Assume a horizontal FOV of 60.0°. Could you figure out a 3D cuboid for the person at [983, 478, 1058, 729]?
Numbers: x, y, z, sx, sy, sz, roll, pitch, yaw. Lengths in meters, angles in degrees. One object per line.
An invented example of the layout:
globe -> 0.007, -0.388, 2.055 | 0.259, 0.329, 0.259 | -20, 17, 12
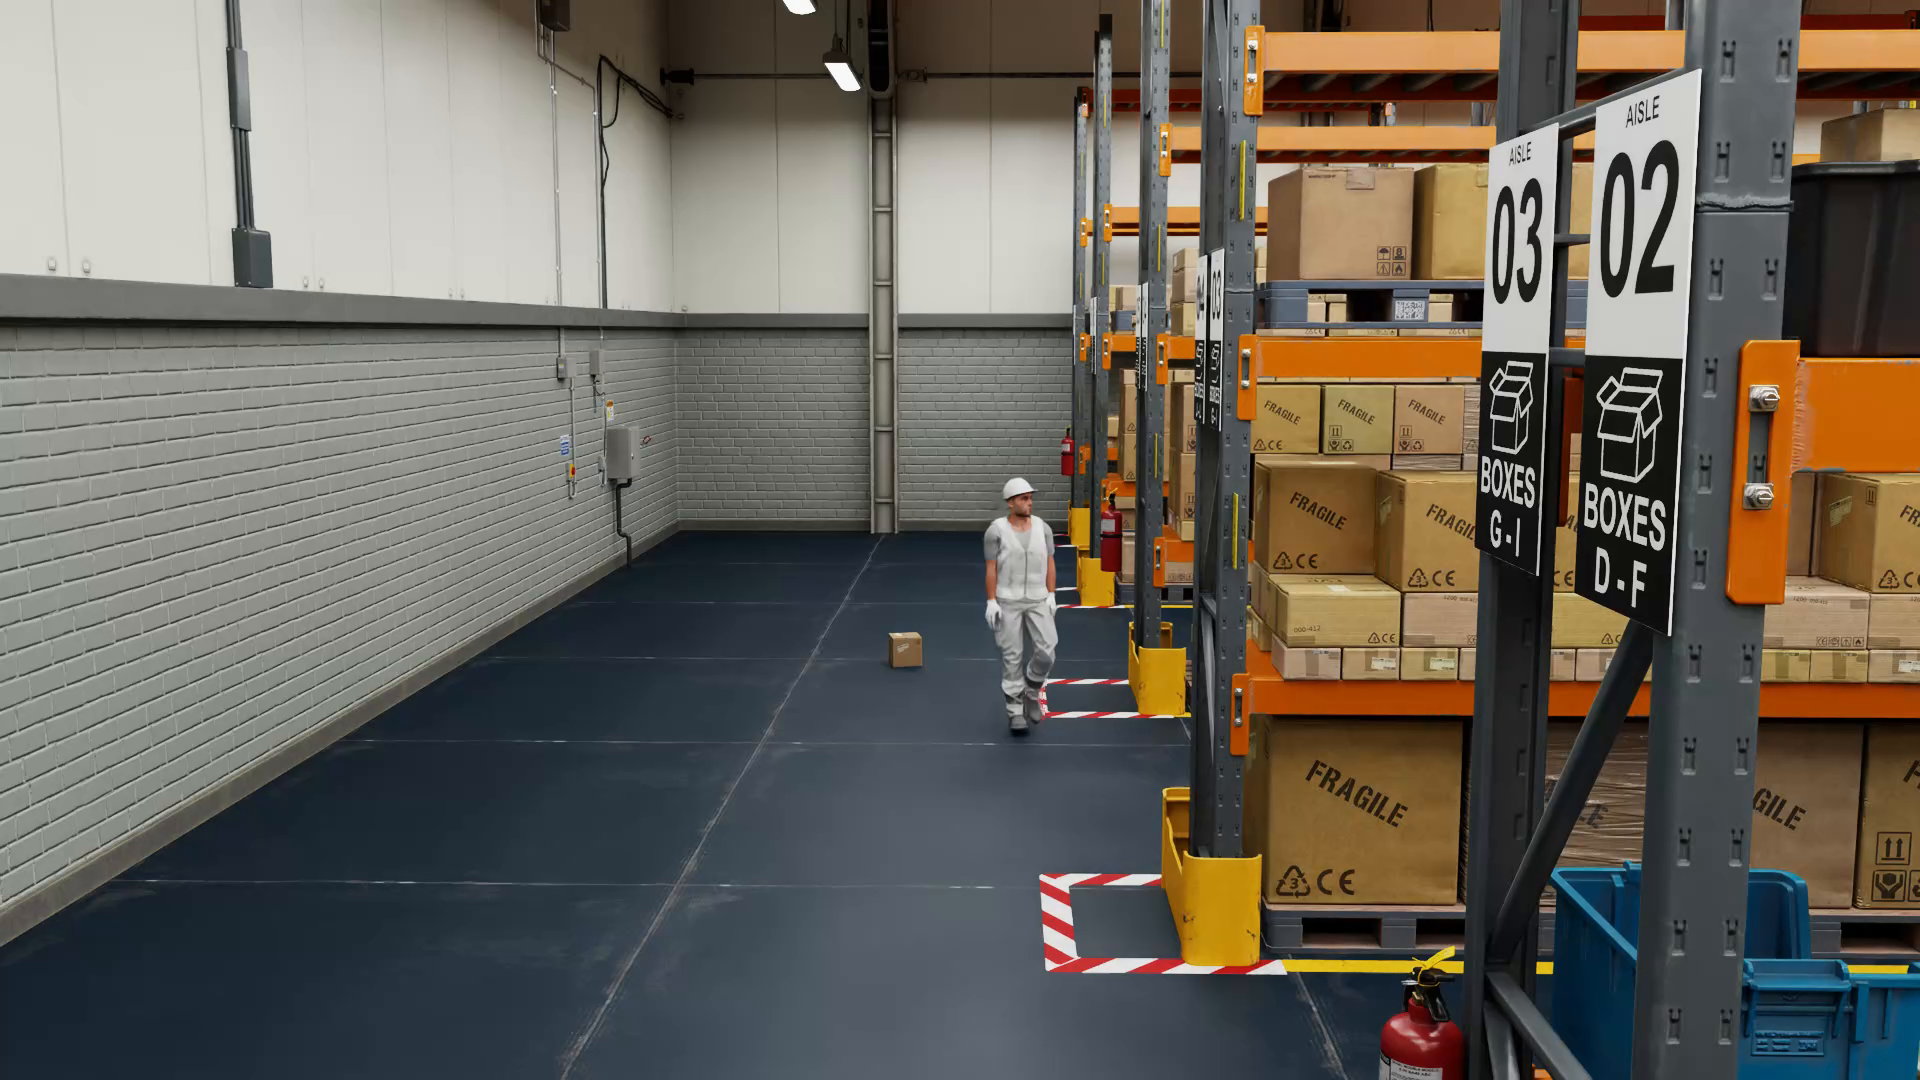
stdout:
person -> 0.436, 0.452, 11.827 | 0.556, 1.791, 0.472 | -2, 7, -12
